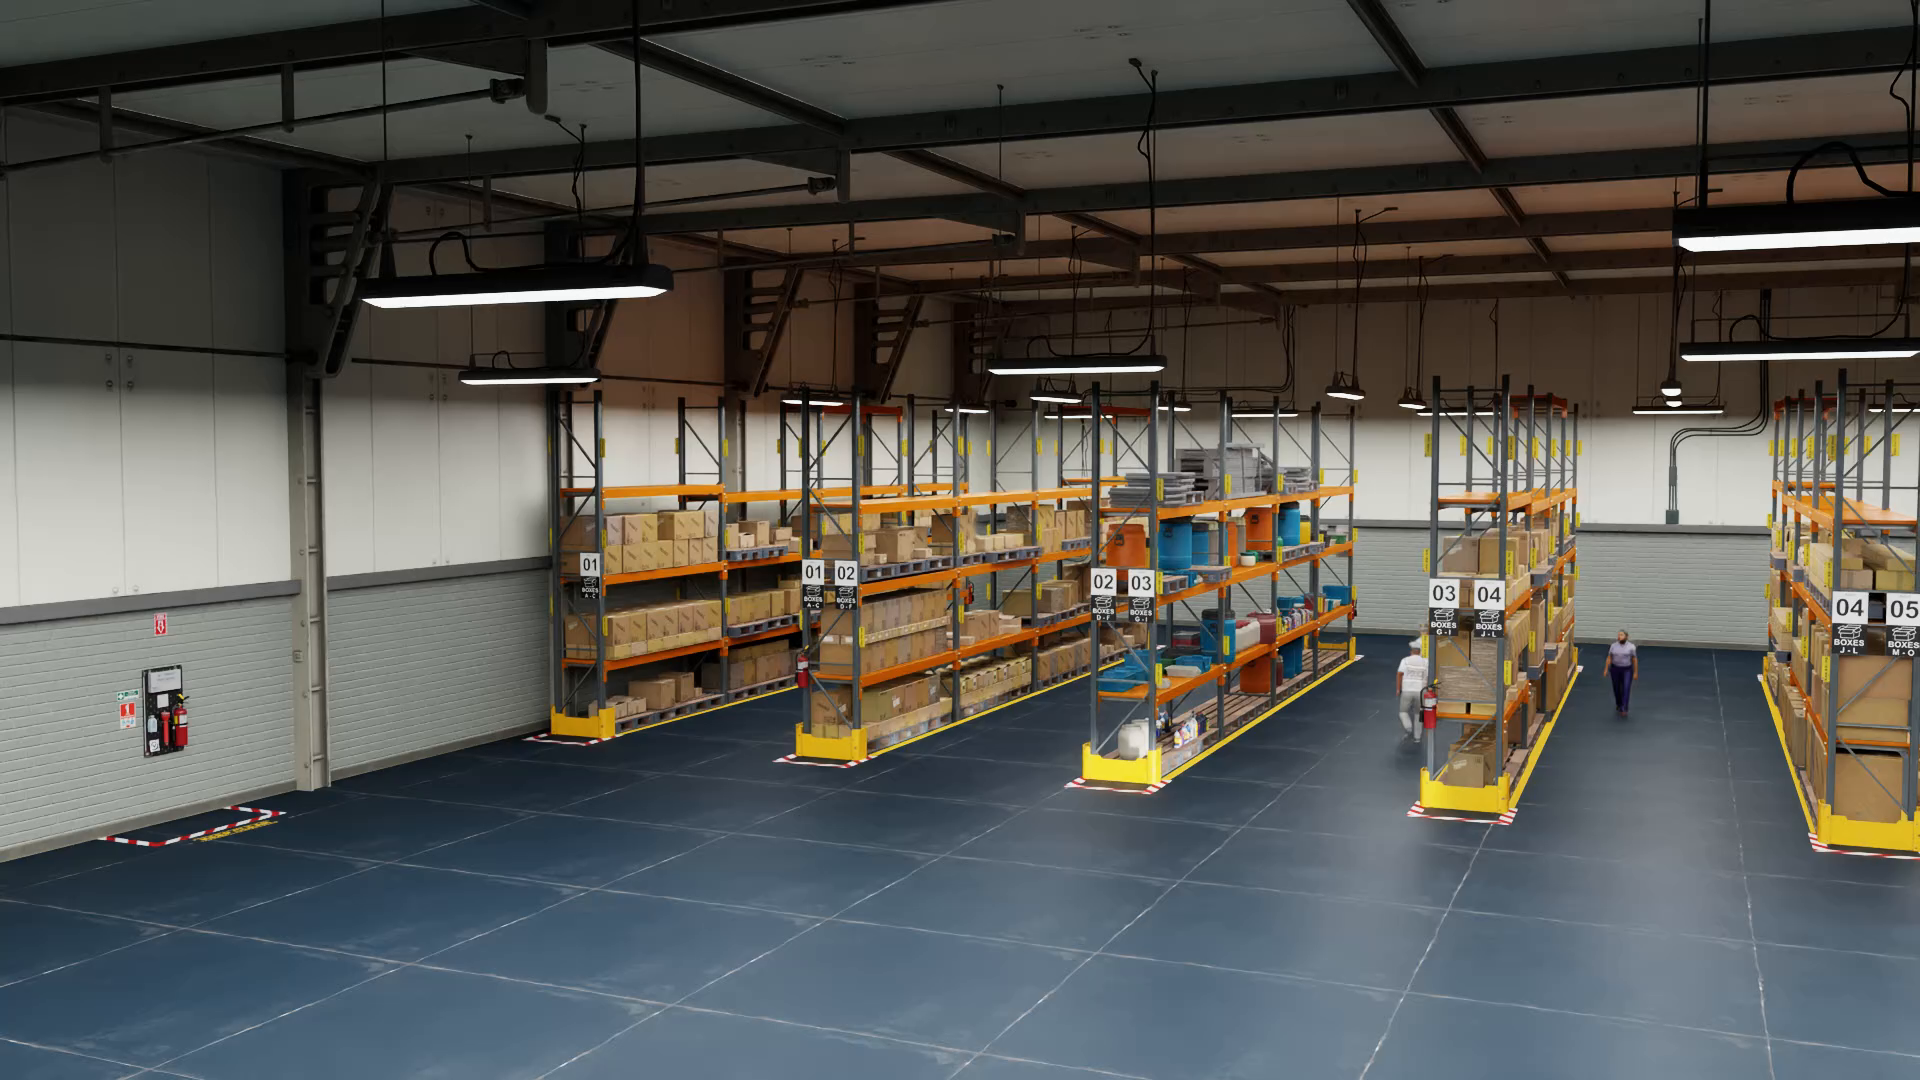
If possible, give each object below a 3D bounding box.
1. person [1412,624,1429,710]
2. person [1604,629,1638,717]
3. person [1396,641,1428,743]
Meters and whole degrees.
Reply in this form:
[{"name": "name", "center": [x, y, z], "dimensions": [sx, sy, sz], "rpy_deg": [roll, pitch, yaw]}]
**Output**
[{"name": "person", "center": [8.893, 2.411, 31.769], "dimensions": [0.480, 1.621, 1.031], "rpy_deg": [1, 3, 24]}, {"name": "person", "center": [12.363, 2.469, 31.112], "dimensions": [0.574, 1.594, 1.007], "rpy_deg": [2, 4, 29]}, {"name": "person", "center": [7.740, 2.595, 28.330], "dimensions": [0.608, 1.692, 0.777], "rpy_deg": [1, 3, 11]}]
